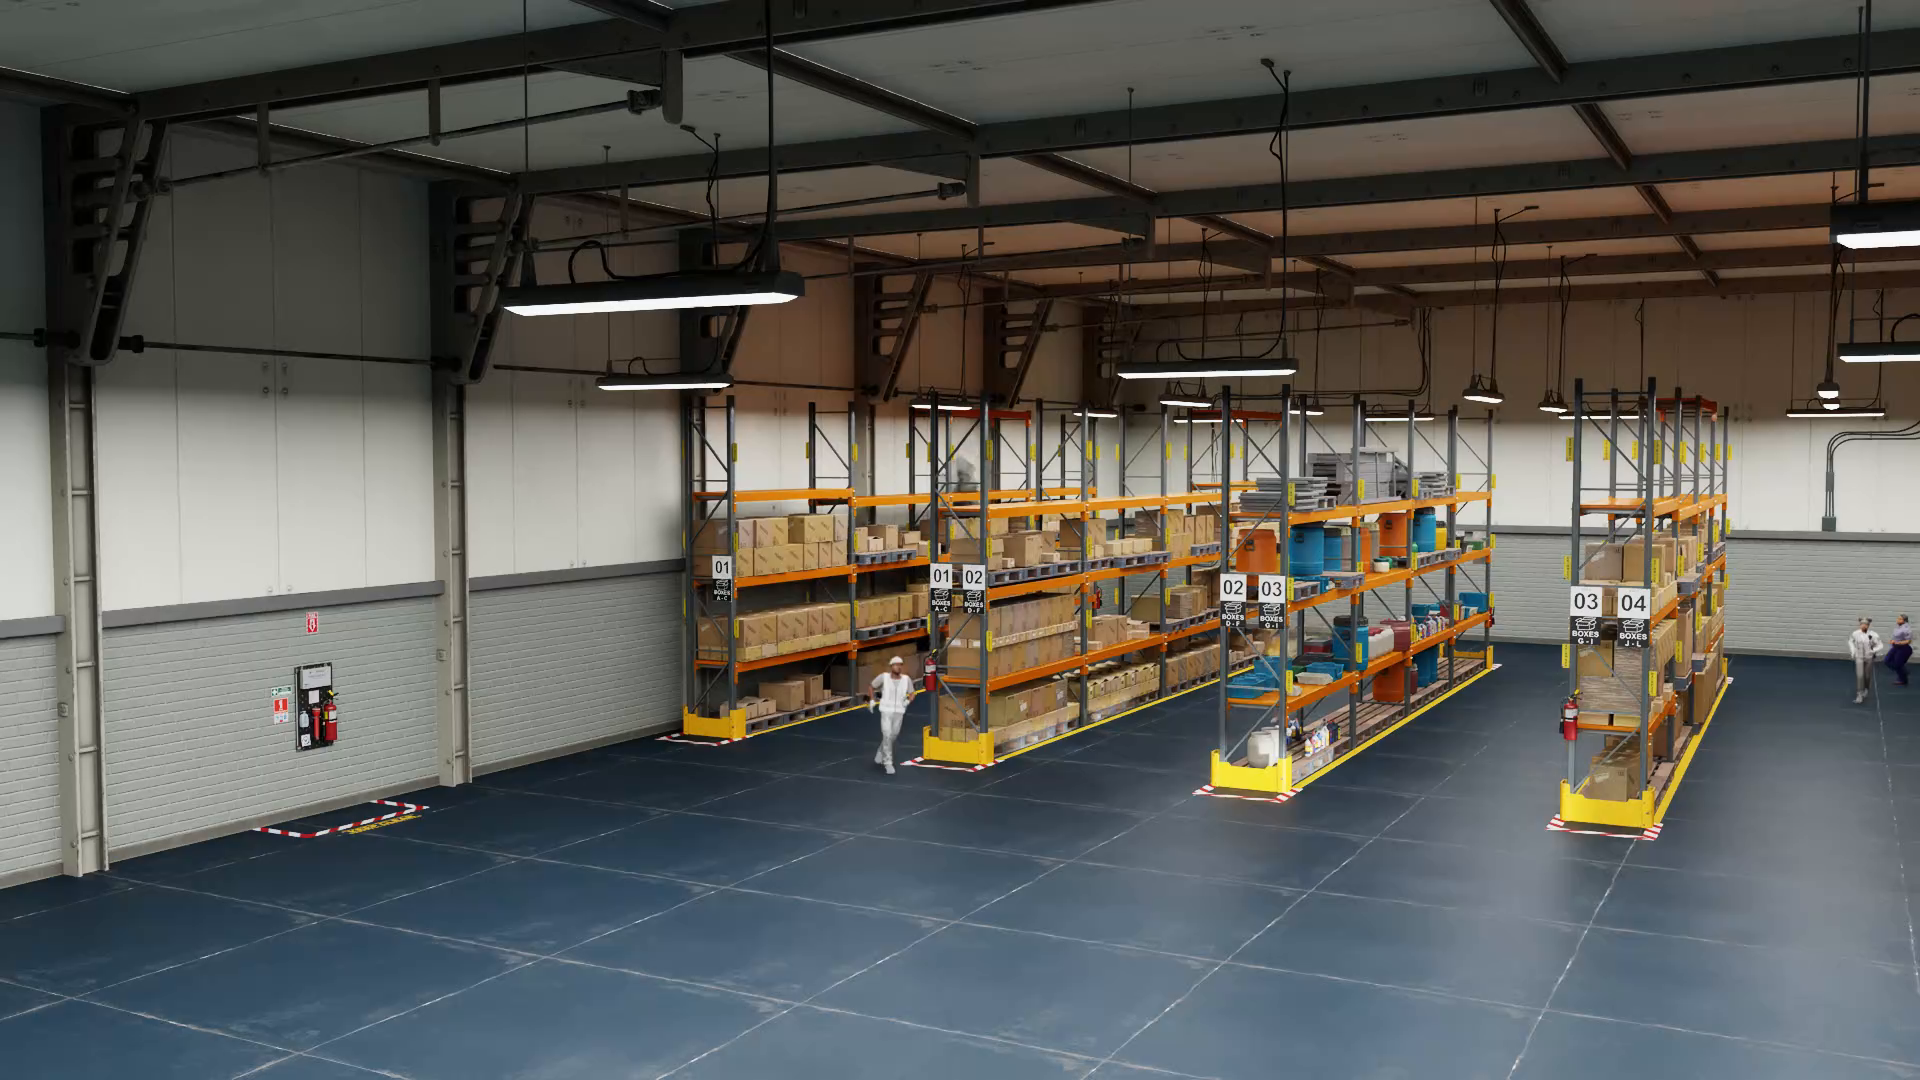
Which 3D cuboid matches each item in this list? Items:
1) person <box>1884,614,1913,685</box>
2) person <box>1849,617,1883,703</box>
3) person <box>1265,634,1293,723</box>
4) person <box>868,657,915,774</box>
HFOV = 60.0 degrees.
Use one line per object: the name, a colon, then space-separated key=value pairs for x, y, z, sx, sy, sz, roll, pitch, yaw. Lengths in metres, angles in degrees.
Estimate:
person: x=20.153 y=2.352 z=35.649 sx=0.521 sy=1.545 sz=0.722 roll=0 pitch=3 yaw=6
person: x=18.147 y=2.383 z=33.334 sx=0.603 sy=1.703 sz=0.854 roll=2 pitch=4 yaw=33
person: x=5.888 y=2.569 z=30.878 sx=0.580 sy=1.636 sz=0.547 roll=2 pitch=3 yaw=30
person: x=-1.049 y=2.732 z=26.215 sx=0.722 sy=1.757 sz=0.914 roll=-1 pitch=3 yaw=-19
